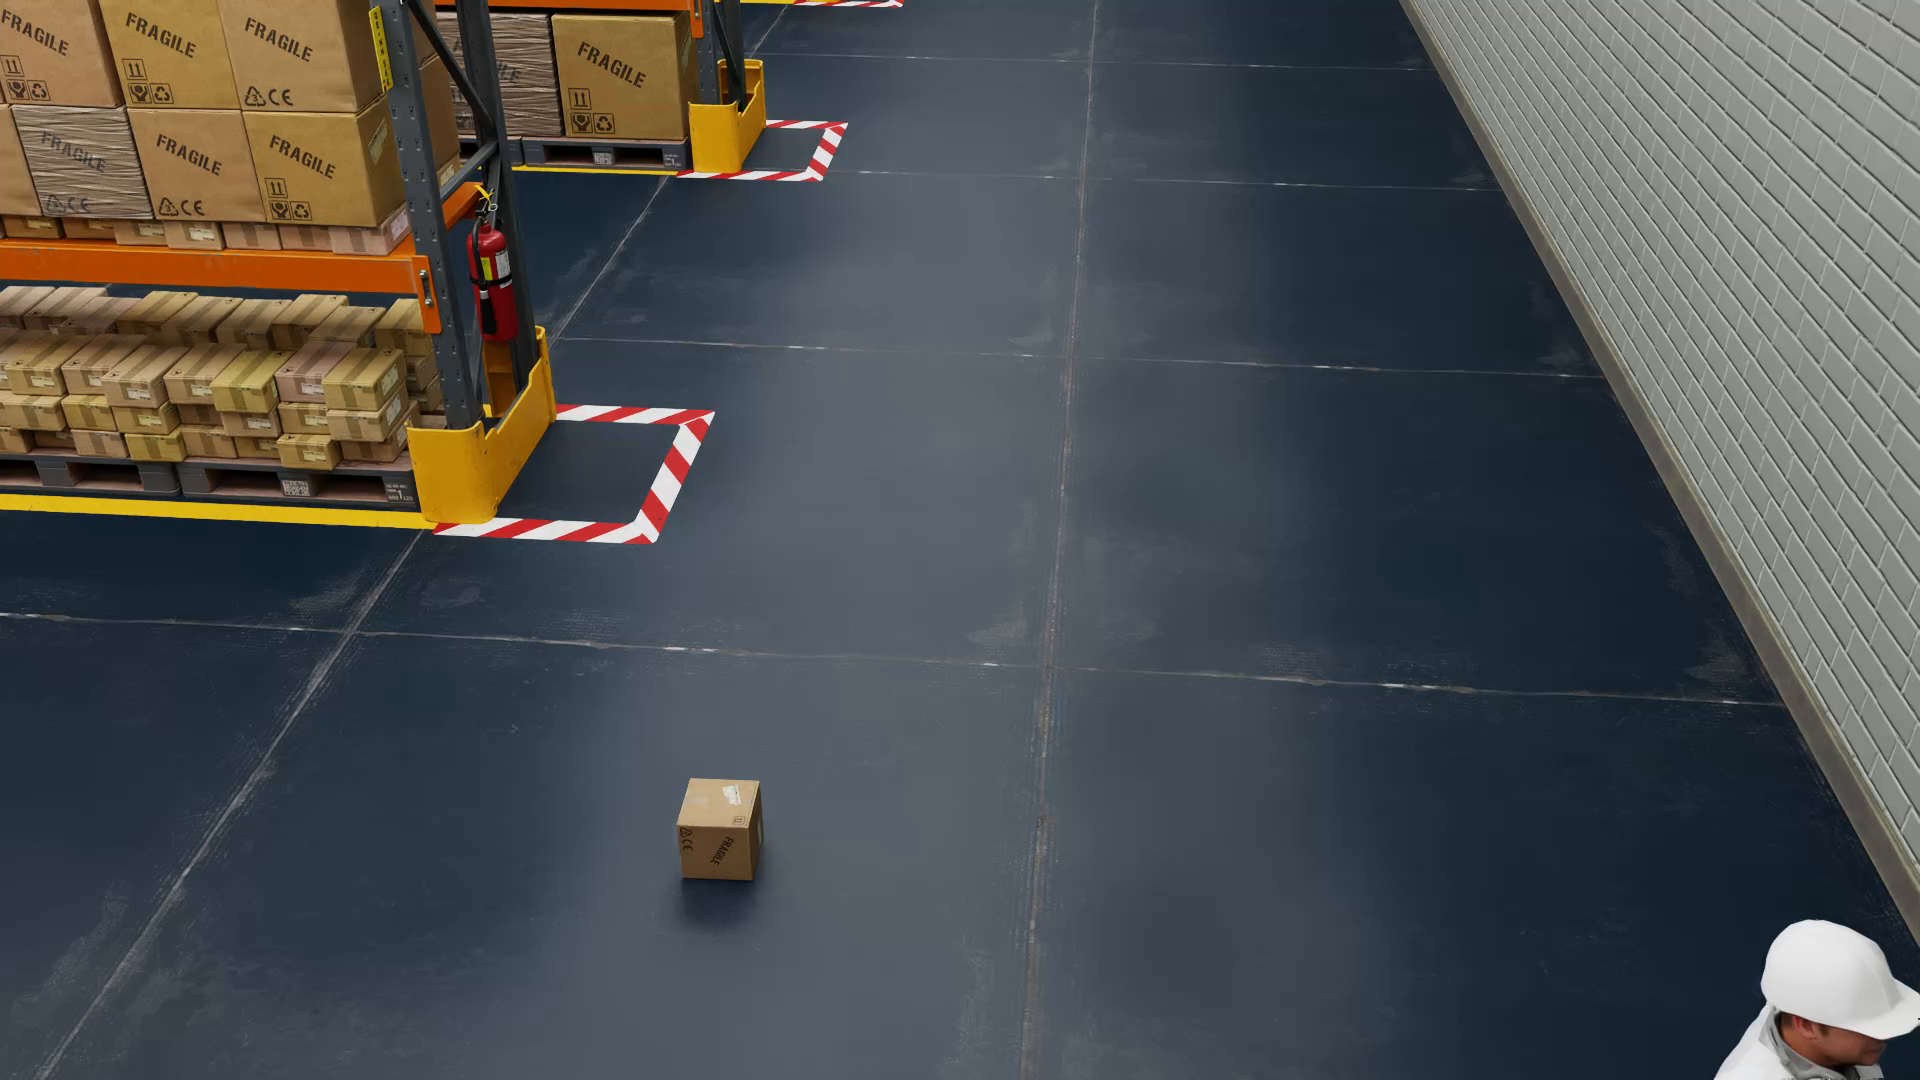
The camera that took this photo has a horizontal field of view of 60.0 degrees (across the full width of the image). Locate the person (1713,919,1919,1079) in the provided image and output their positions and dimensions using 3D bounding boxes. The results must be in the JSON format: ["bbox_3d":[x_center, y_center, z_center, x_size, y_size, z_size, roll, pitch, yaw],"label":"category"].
[{"bbox_3d":[1.798,1.556,3.620,0.554,1.736,0.919,-27,41,-37],"label":"person"}]
